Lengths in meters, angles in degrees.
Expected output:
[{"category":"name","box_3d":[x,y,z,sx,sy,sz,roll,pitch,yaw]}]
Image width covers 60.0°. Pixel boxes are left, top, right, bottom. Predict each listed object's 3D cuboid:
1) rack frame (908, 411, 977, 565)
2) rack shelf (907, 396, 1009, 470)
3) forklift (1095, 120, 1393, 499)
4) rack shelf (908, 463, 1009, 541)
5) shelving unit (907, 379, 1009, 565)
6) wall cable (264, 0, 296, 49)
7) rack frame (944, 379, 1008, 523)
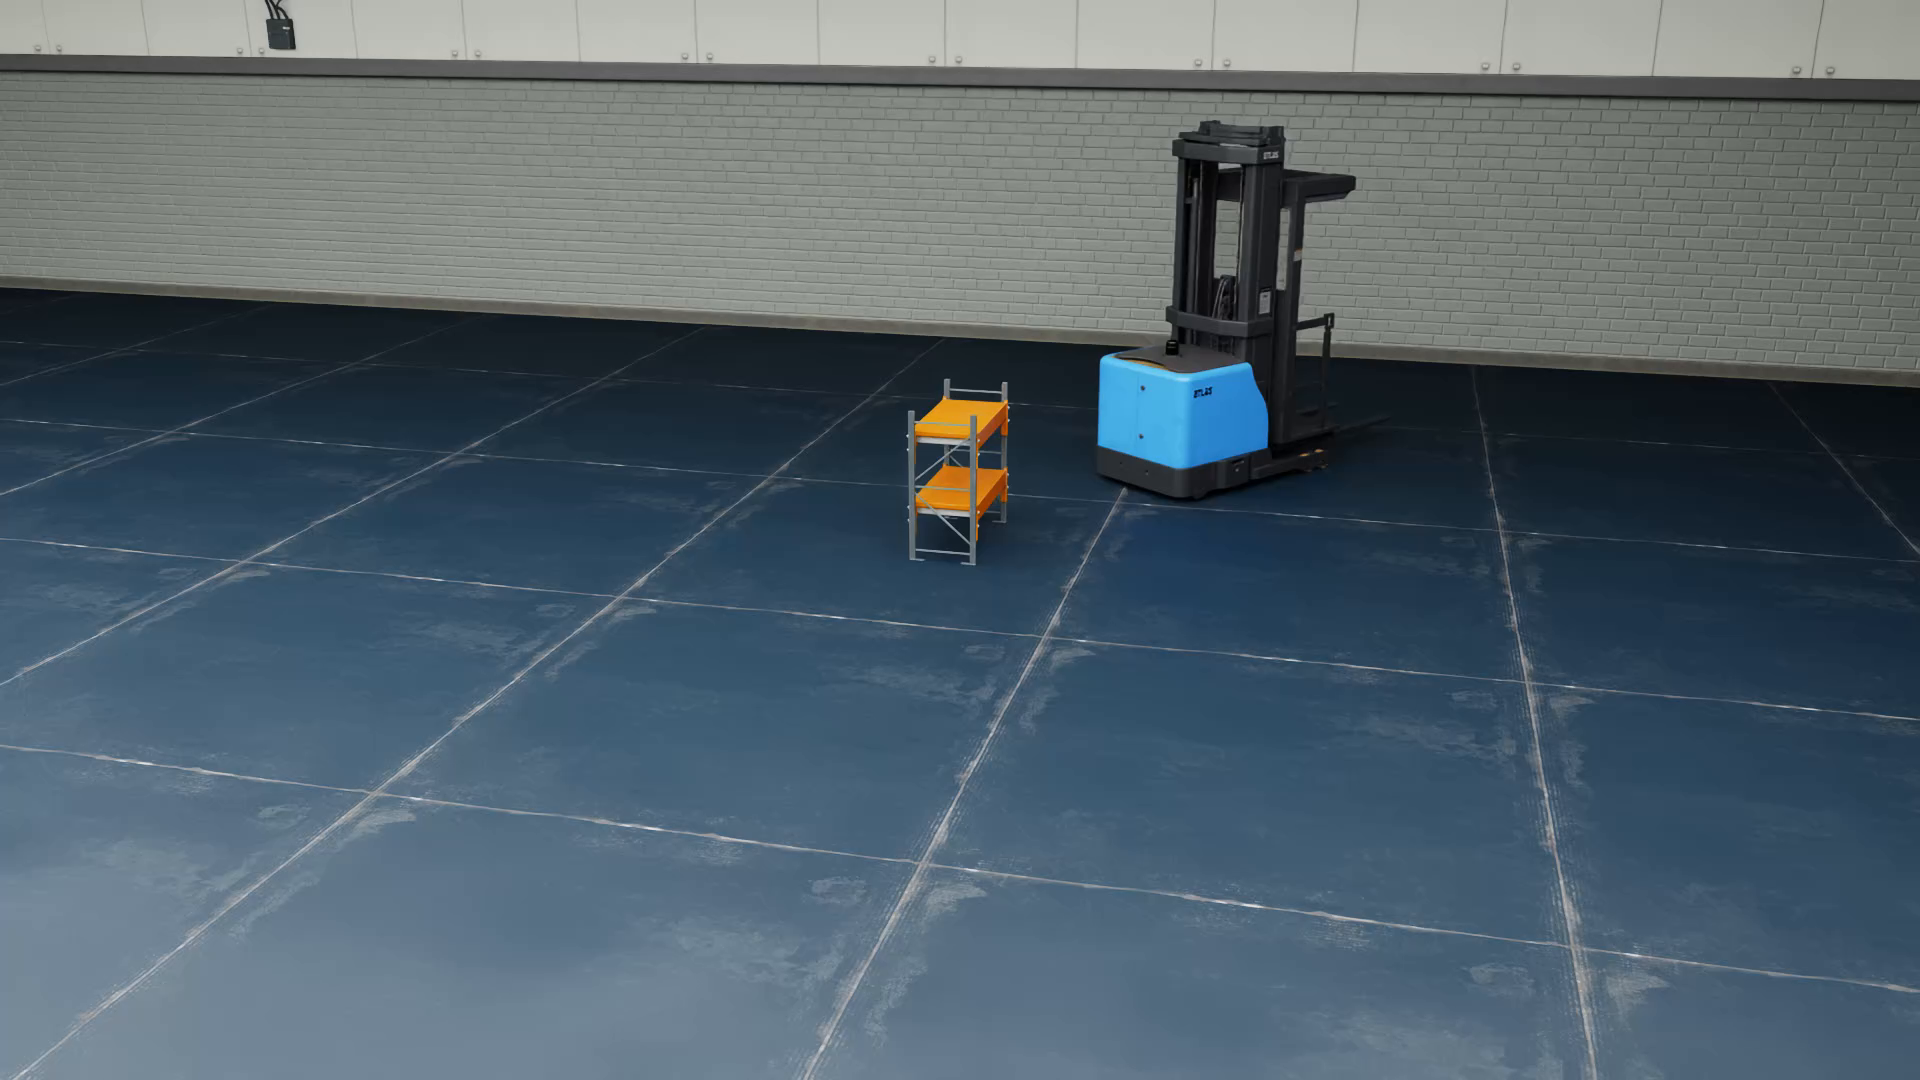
[{"category":"rack frame","box_3d":[-0.126,-0.371,12.033,0.500,1.125,0.032,5,19,13]},{"category":"rack shelf","box_3d":[-0.002,-0.807,12.405,0.538,0.278,1.000,5,19,13]},{"category":"forklift","box_3d":[2.612,-2.089,14.269,3.031,2.935,1.130,-15,24,-37]},{"category":"rack shelf","box_3d":[-0.002,-0.299,12.579,0.538,0.278,1.000,5,19,13]},{"category":"shelving unit","box_3d":[-0.002,-0.530,12.500,0.538,1.125,1.048,5,19,13]},{"category":"wall cable","box_3d":[-7.453,-8.863,19.453,2.305,6.003,0.169,5,19,13]},{"category":"rack frame","box_3d":[0.123,-0.690,12.966,0.500,1.125,0.032,5,19,13]}]
